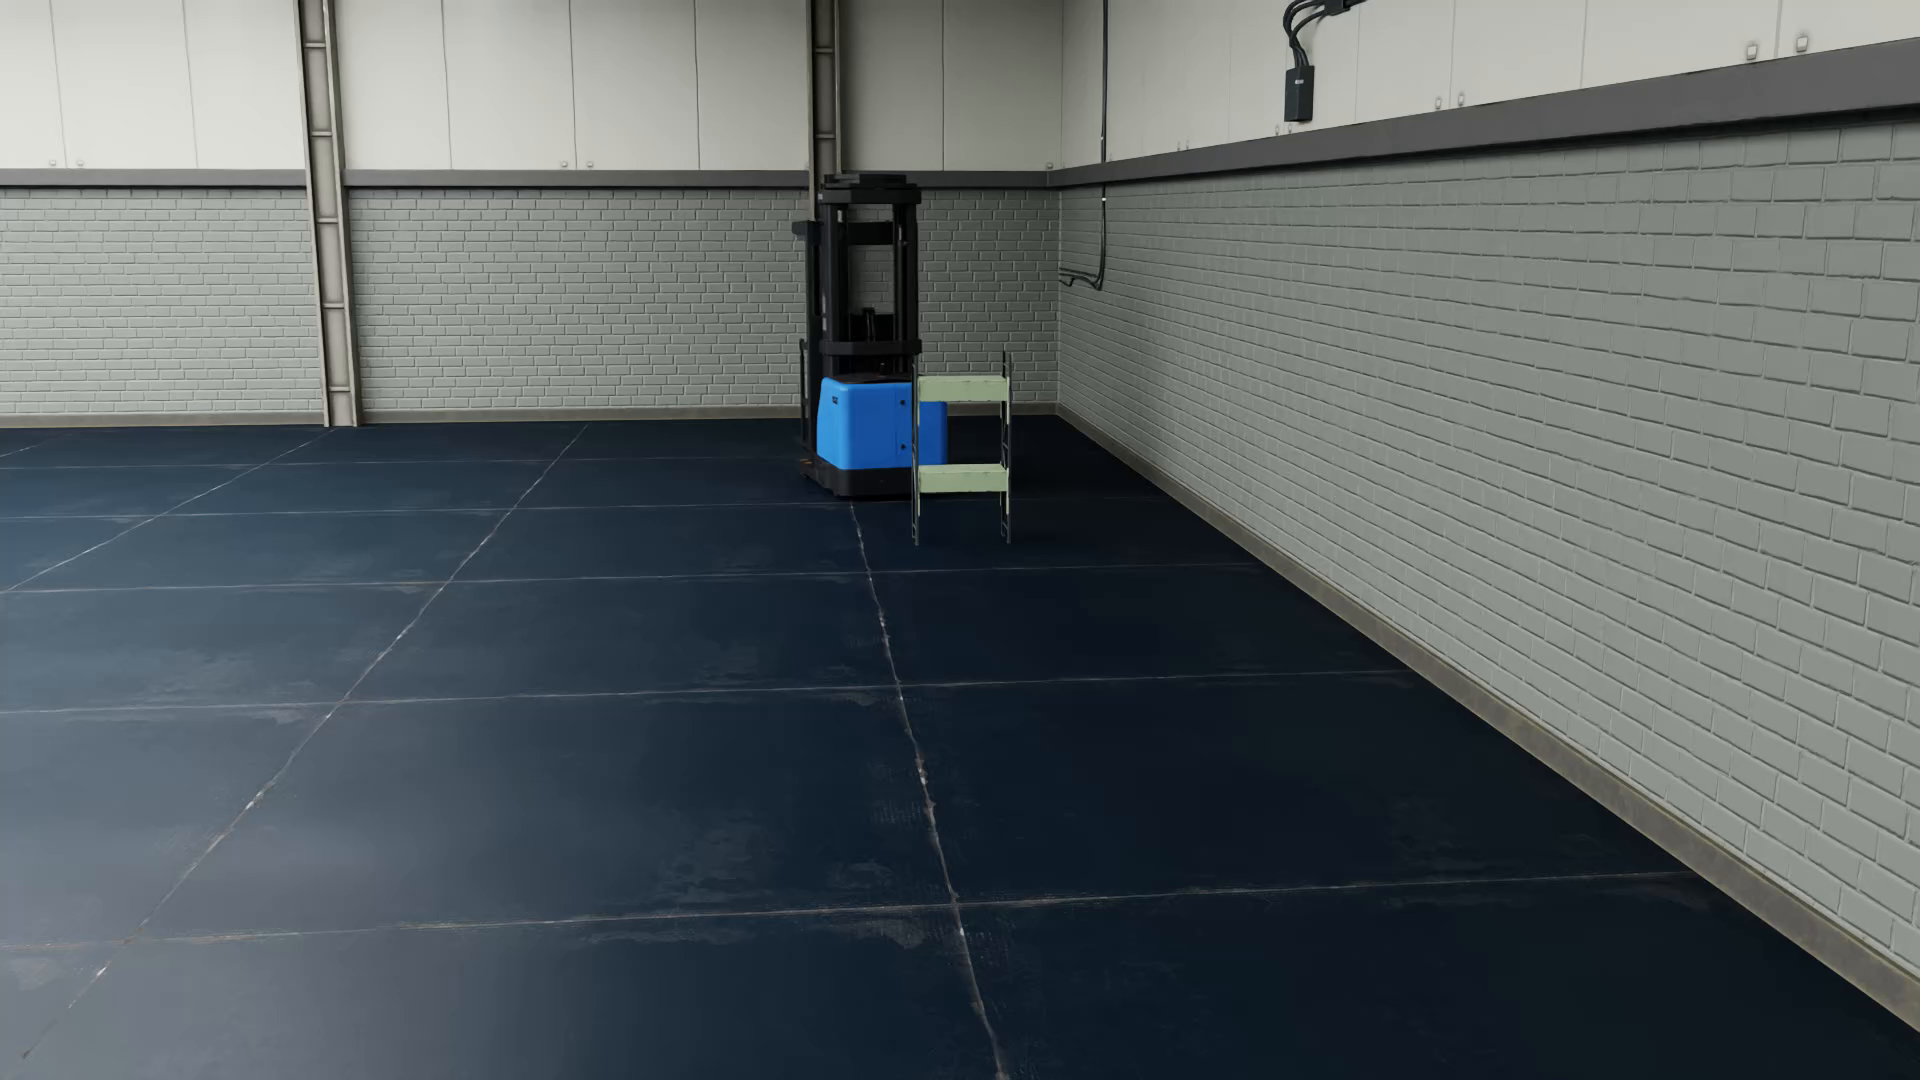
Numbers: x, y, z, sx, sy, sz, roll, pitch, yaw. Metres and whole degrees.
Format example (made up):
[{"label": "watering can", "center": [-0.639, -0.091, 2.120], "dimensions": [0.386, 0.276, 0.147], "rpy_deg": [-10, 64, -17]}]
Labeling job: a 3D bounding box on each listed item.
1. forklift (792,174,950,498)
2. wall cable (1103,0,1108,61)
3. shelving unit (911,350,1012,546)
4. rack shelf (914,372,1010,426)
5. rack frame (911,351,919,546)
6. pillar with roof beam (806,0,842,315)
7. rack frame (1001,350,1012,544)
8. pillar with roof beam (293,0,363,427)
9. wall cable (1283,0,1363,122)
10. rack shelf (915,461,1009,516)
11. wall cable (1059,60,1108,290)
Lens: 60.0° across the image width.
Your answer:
[{"label": "forklift", "center": [-1.010, -2.066, 16.276], "dimensions": [1.130, 2.935, 3.031], "rpy_deg": [-3, 12, -16]}, {"label": "wall cable", "center": [1.688, -6.211, 16.591], "dimensions": [0.112, 2.526, 3.097], "rpy_deg": [-1, 11, -6]}, {"label": "shelving unit", "center": [0.007, -0.736, 13.224], "dimensions": [0.755, 1.500, 0.431], "rpy_deg": [-1, 11, -6]}, {"label": "rack shelf", "center": [0.007, -1.119, 13.149], "dimensions": [0.720, 0.370, 0.431], "rpy_deg": [-1, 11, -6]}, {"label": "rack frame", "center": [-0.357, -0.728, 13.185], "dimensions": [0.023, 1.500, 0.400], "rpy_deg": [-1, 11, -6]}, {"label": "pillar with roof beam", "center": [-1.211, -5.142, 16.196], "dimensions": [0.400, 9.000, 9.100], "rpy_deg": [-1, 11, -6]}, {"label": "rack frame", "center": [0.371, -0.744, 13.263], "dimensions": [0.023, 1.500, 0.400], "rpy_deg": [-1, 11, -6]}, {"label": "pillar with roof beam", "center": [-7.175, -5.017, 15.560], "dimensions": [0.400, 9.000, 9.100], "rpy_deg": [-1, 11, -6]}, {"label": "wall cable", "center": [2.406, -5.623, 9.827], "dimensions": [0.169, 6.003, 2.305], "rpy_deg": [-1, 11, -6]}, {"label": "rack shelf", "center": [0.007, -0.416, 13.287], "dimensions": [0.720, 0.370, 0.431], "rpy_deg": [-1, 11, -6]}, {"label": "wall cable", "center": [1.396, -4.252, 19.717], "dimensions": [0.112, 2.526, 3.097], "rpy_deg": [-1, 11, -6]}]
